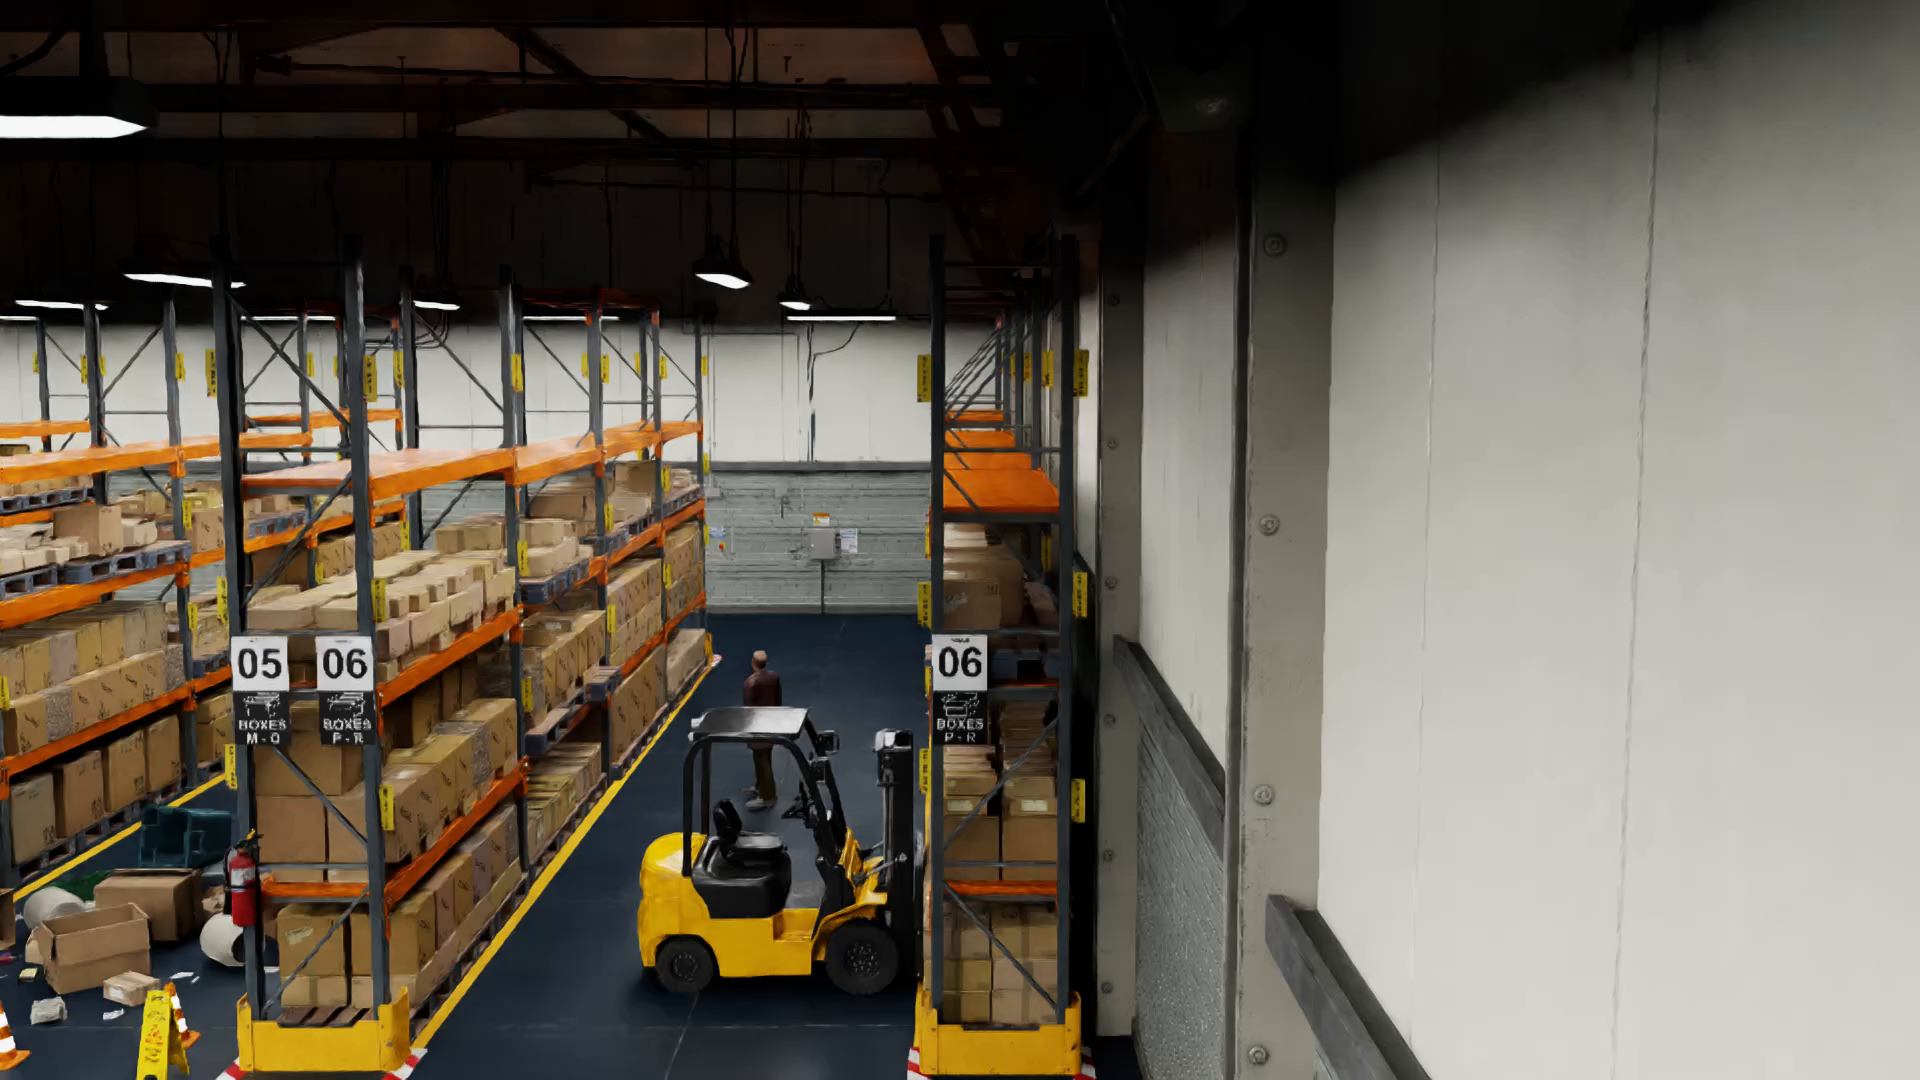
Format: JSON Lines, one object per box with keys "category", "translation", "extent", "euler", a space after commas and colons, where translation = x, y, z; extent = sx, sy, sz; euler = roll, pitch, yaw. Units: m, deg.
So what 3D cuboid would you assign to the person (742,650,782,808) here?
{"category": "person", "translation": [-2.328, 2.146, 19.216], "extent": [0.637, 1.775, 0.676], "euler": [3, 7, 28]}
